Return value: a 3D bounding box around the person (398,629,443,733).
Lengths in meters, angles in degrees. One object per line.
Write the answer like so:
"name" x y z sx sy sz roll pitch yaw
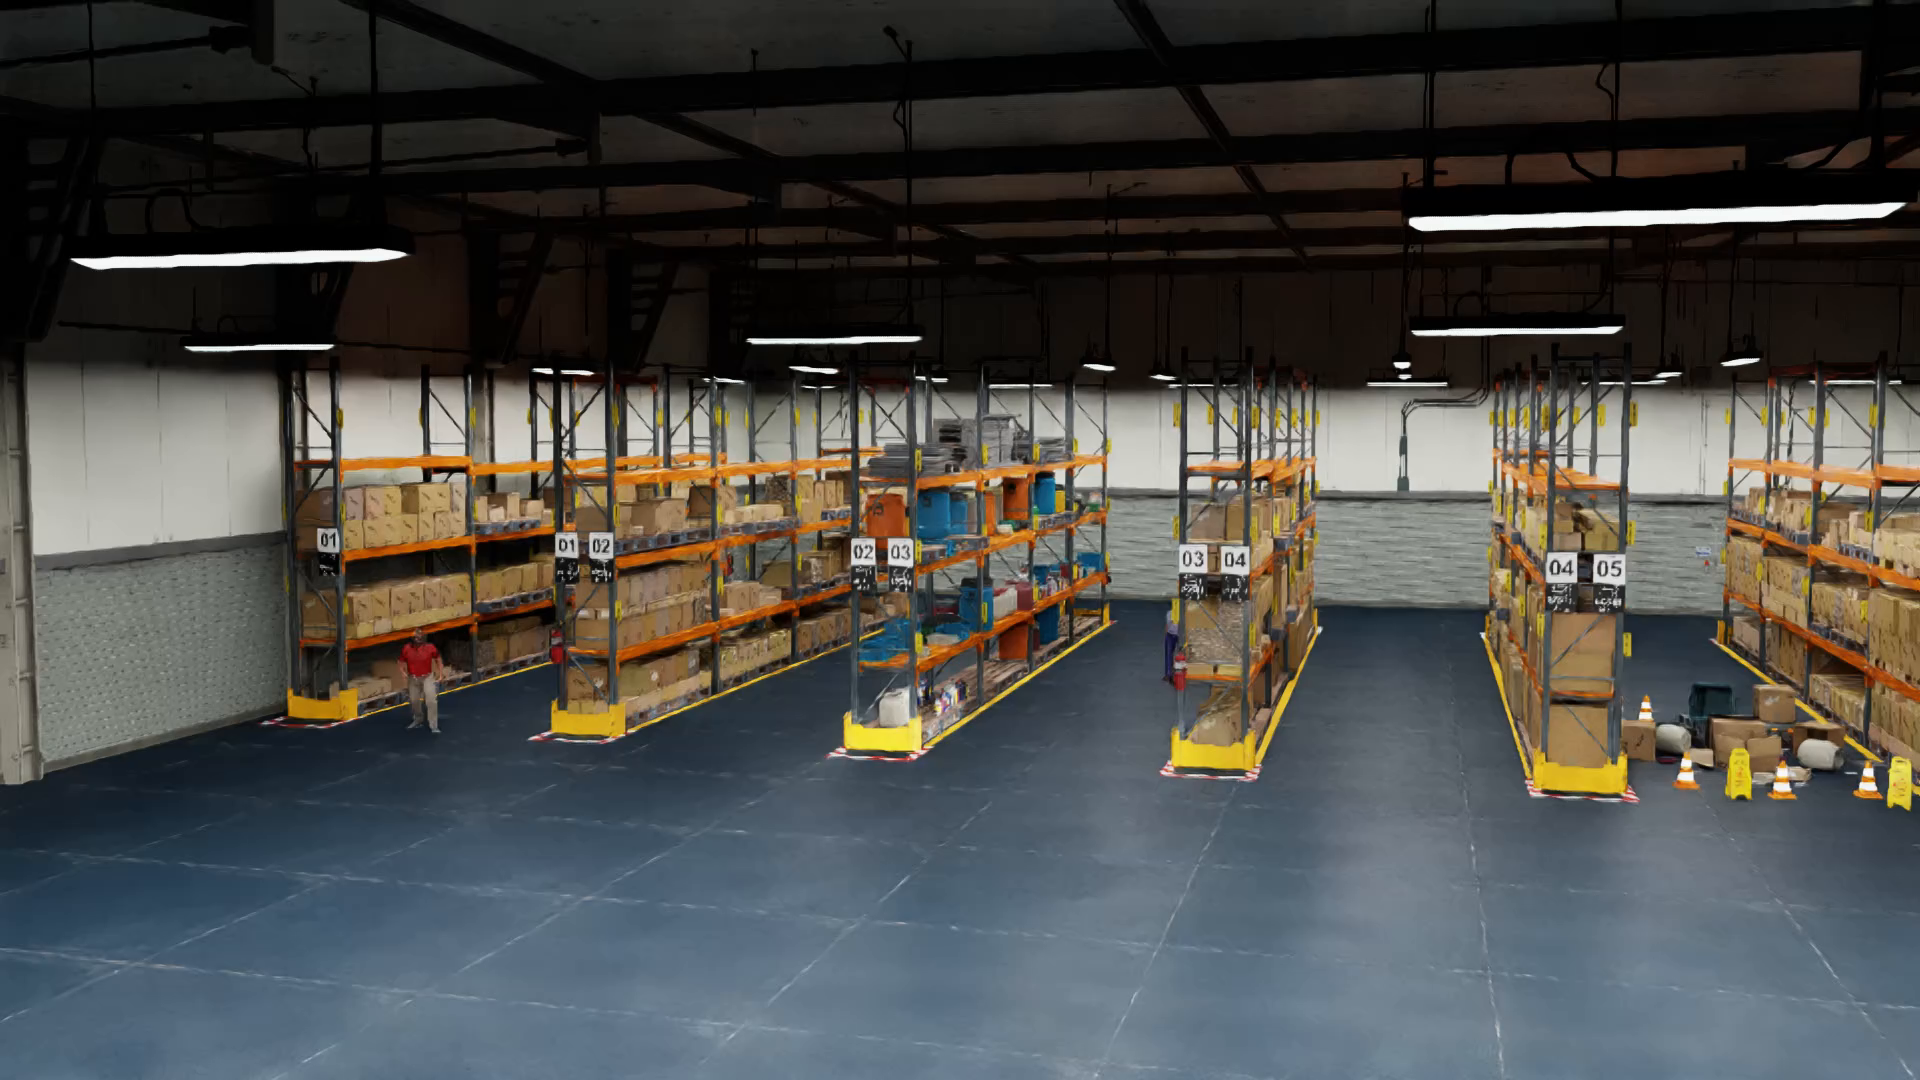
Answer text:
"person" -8.560 2.222 26.471 0.705 1.661 0.833 0 4 -4

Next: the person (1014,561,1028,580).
"person" 1.482 1.336 37.871 0.564 1.746 0.577 -3 5 -35

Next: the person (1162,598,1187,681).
"person" 4.150 1.878 31.716 0.478 1.567 1.083 1 4 13
